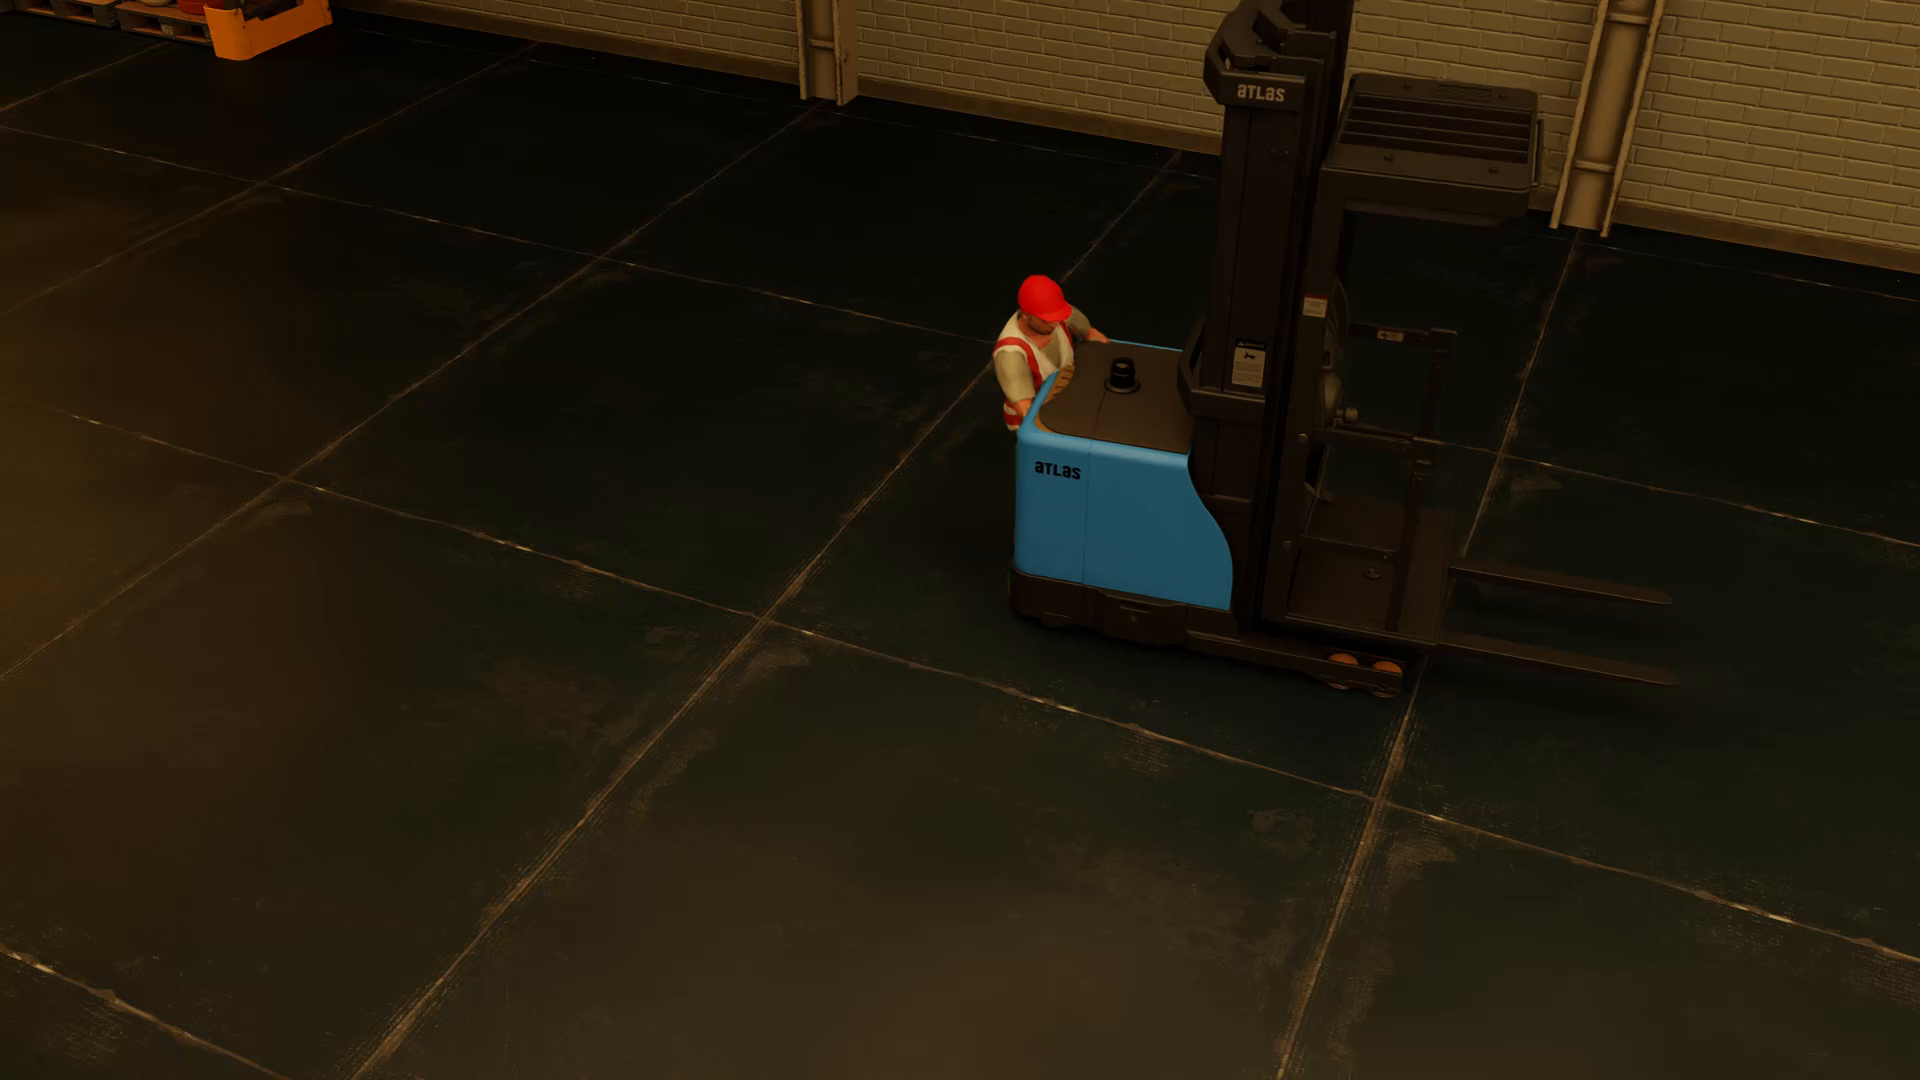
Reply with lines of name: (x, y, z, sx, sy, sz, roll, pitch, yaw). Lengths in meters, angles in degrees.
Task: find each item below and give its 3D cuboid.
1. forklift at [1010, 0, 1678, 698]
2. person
forklift: (1.818, -0.820, 7.236, 3.031, 2.935, 1.130, 10, 37, 14)
person: (0.537, -0.531, 8.005, 0.789, 1.585, 0.902, 27, 44, 33)
